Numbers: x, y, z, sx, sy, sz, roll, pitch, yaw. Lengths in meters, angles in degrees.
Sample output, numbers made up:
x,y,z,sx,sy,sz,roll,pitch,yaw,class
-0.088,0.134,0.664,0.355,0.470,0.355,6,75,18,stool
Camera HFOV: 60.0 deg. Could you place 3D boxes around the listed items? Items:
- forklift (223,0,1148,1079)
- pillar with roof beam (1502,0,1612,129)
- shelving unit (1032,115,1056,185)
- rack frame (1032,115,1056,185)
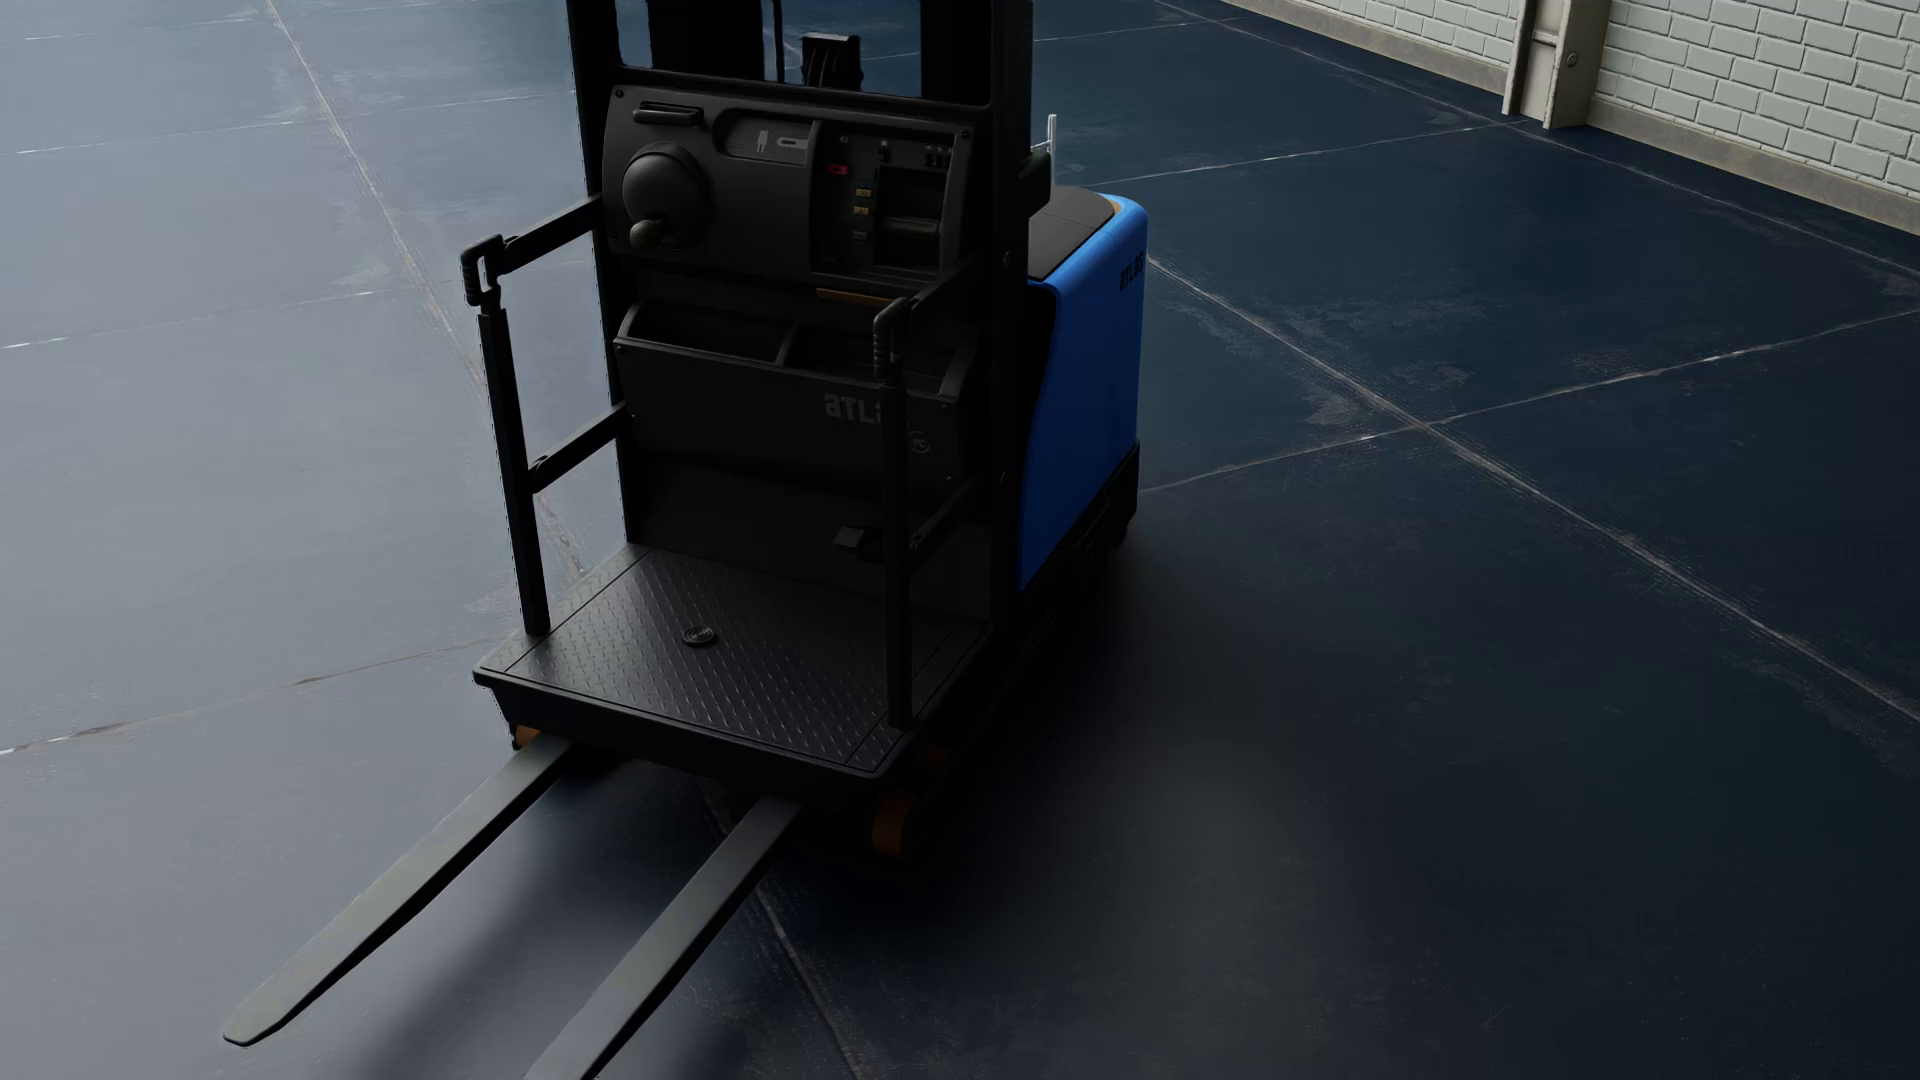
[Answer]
x,y,z,sx,sy,sz,roll,pitch,yaw,class
-0.487,-0.766,3.619,1.130,2.935,3.031,12,31,20,forklift
-0.511,-5.458,5.784,9.100,9.000,0.400,-13,32,-22,pillar with roof beam
0.027,-0.822,5.489,0.503,1.200,0.258,22,36,34,shelving unit
0.214,-0.745,5.352,0.015,1.200,0.240,22,36,34,rack frame
